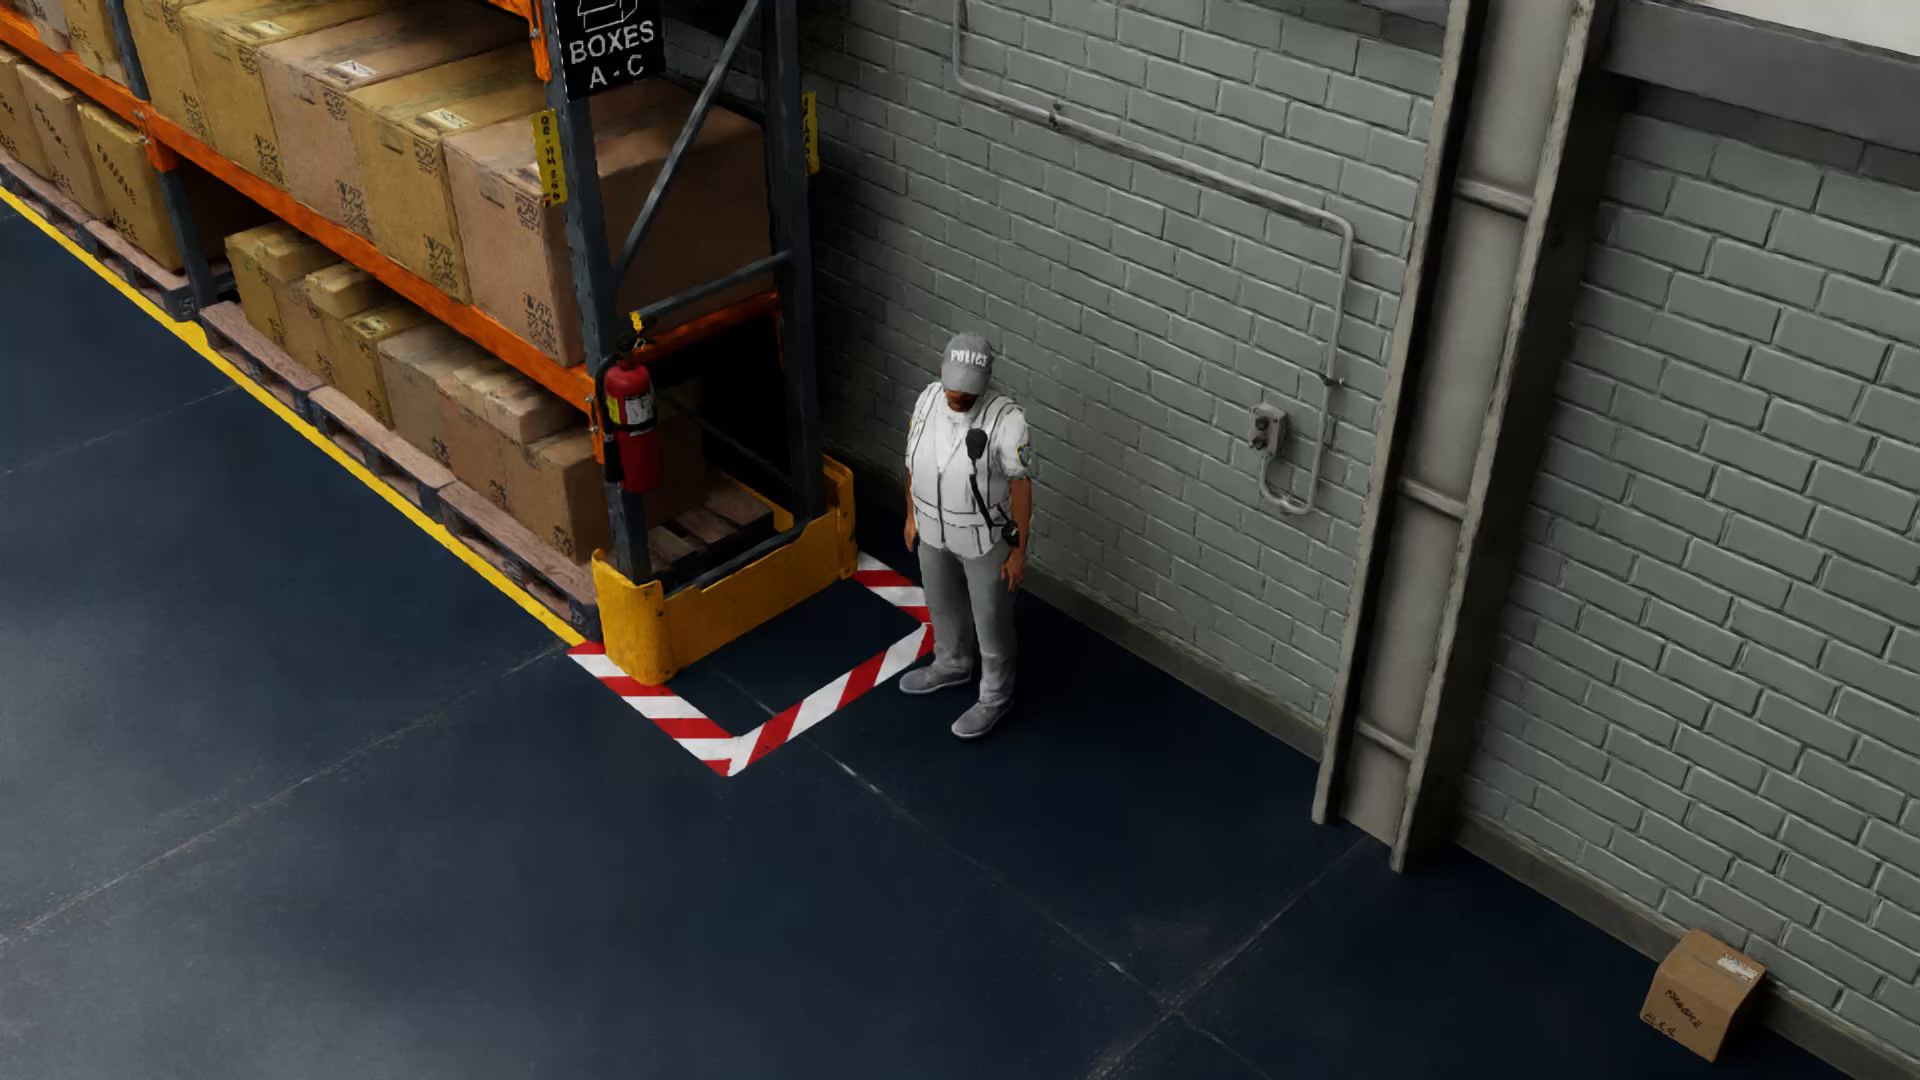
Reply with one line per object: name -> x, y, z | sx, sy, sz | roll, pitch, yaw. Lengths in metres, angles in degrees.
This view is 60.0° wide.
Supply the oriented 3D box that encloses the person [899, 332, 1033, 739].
person -> 0.015, -0.026, 6.144 | 0.564, 1.675, 0.386 | 23, 41, 28
